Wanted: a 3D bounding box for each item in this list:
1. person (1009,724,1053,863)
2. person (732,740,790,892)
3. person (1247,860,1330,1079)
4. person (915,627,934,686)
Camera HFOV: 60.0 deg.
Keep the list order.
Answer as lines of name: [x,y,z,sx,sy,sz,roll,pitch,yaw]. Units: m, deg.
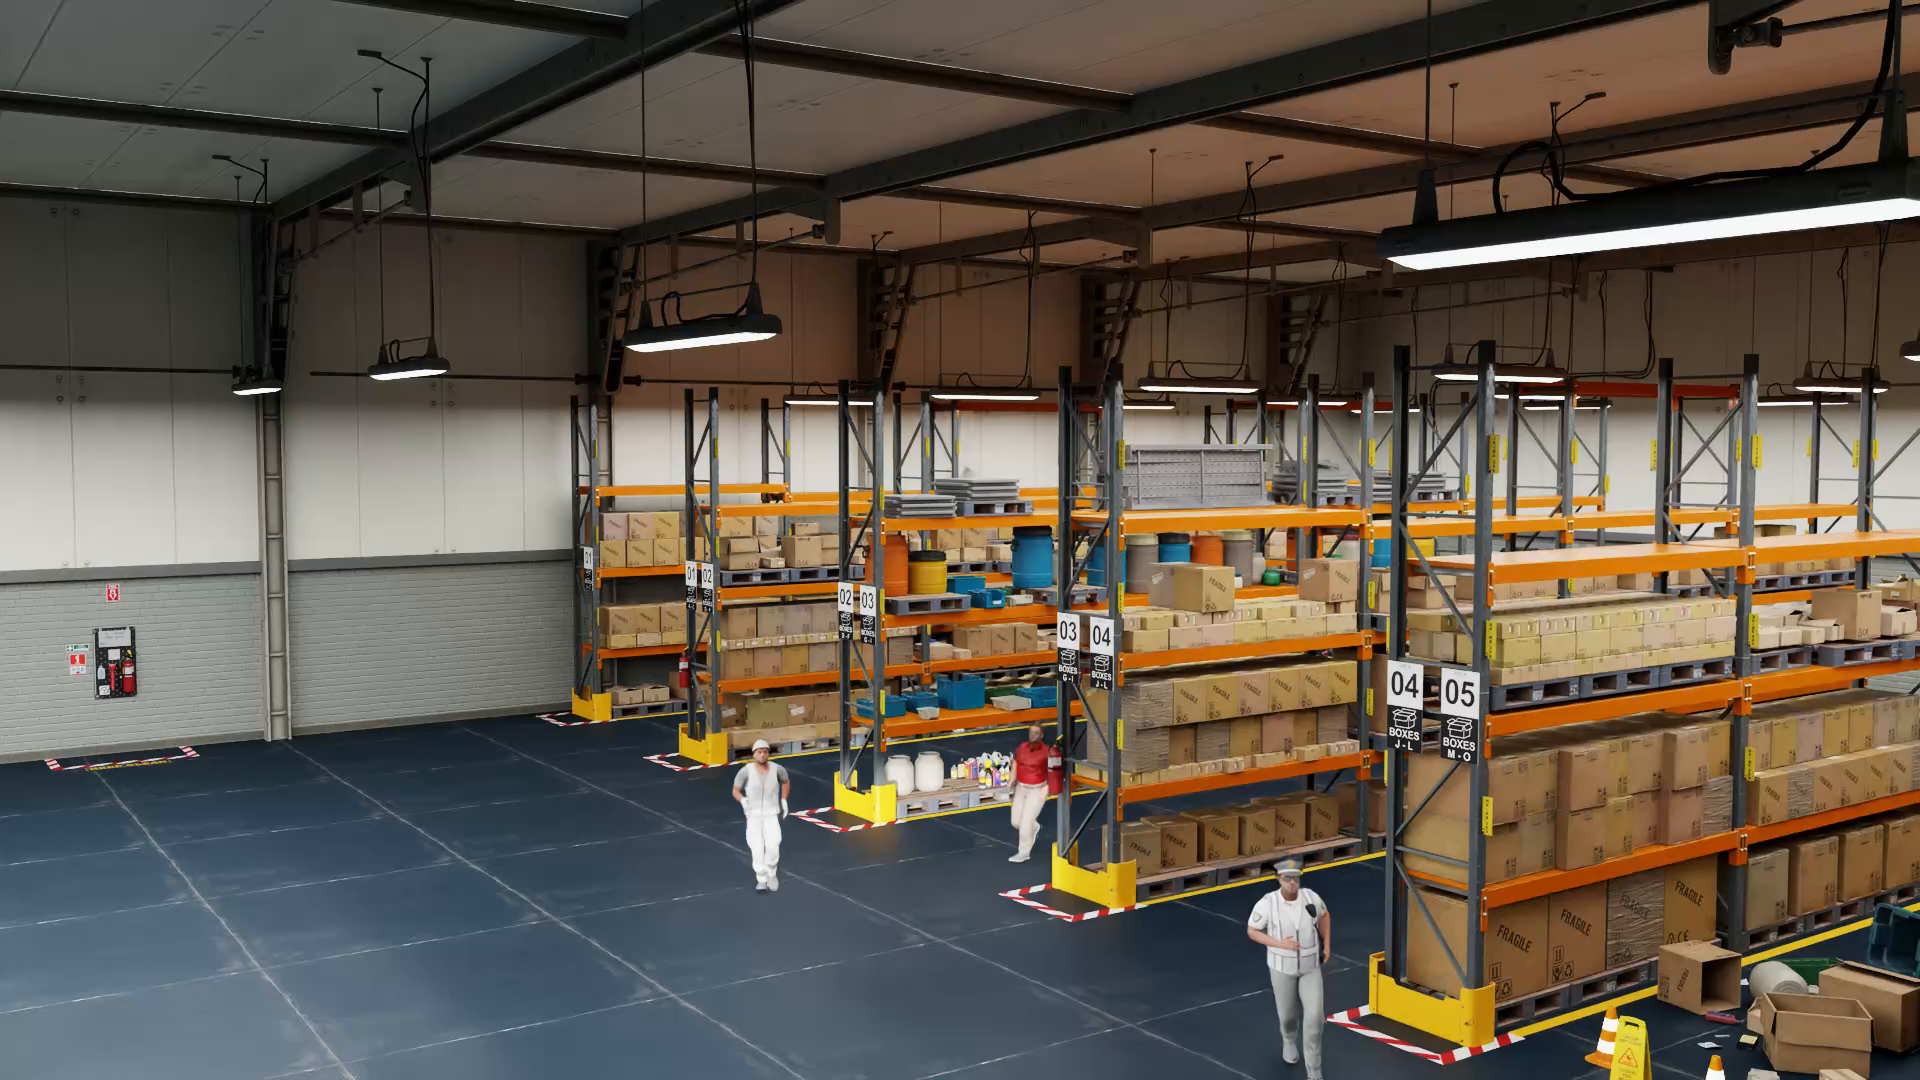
person: [0.940,3.095,20.470,0.708,1.683,0.716,2,4,35]
person: [-2.251,3.141,18.865,0.657,1.751,0.624,0,3,-8]
person: [2.690,3.507,13.612,0.705,1.872,0.718,0,3,0]
person: [-0.629,2.454,31.934,0.691,1.619,0.598,-3,4,-39]
